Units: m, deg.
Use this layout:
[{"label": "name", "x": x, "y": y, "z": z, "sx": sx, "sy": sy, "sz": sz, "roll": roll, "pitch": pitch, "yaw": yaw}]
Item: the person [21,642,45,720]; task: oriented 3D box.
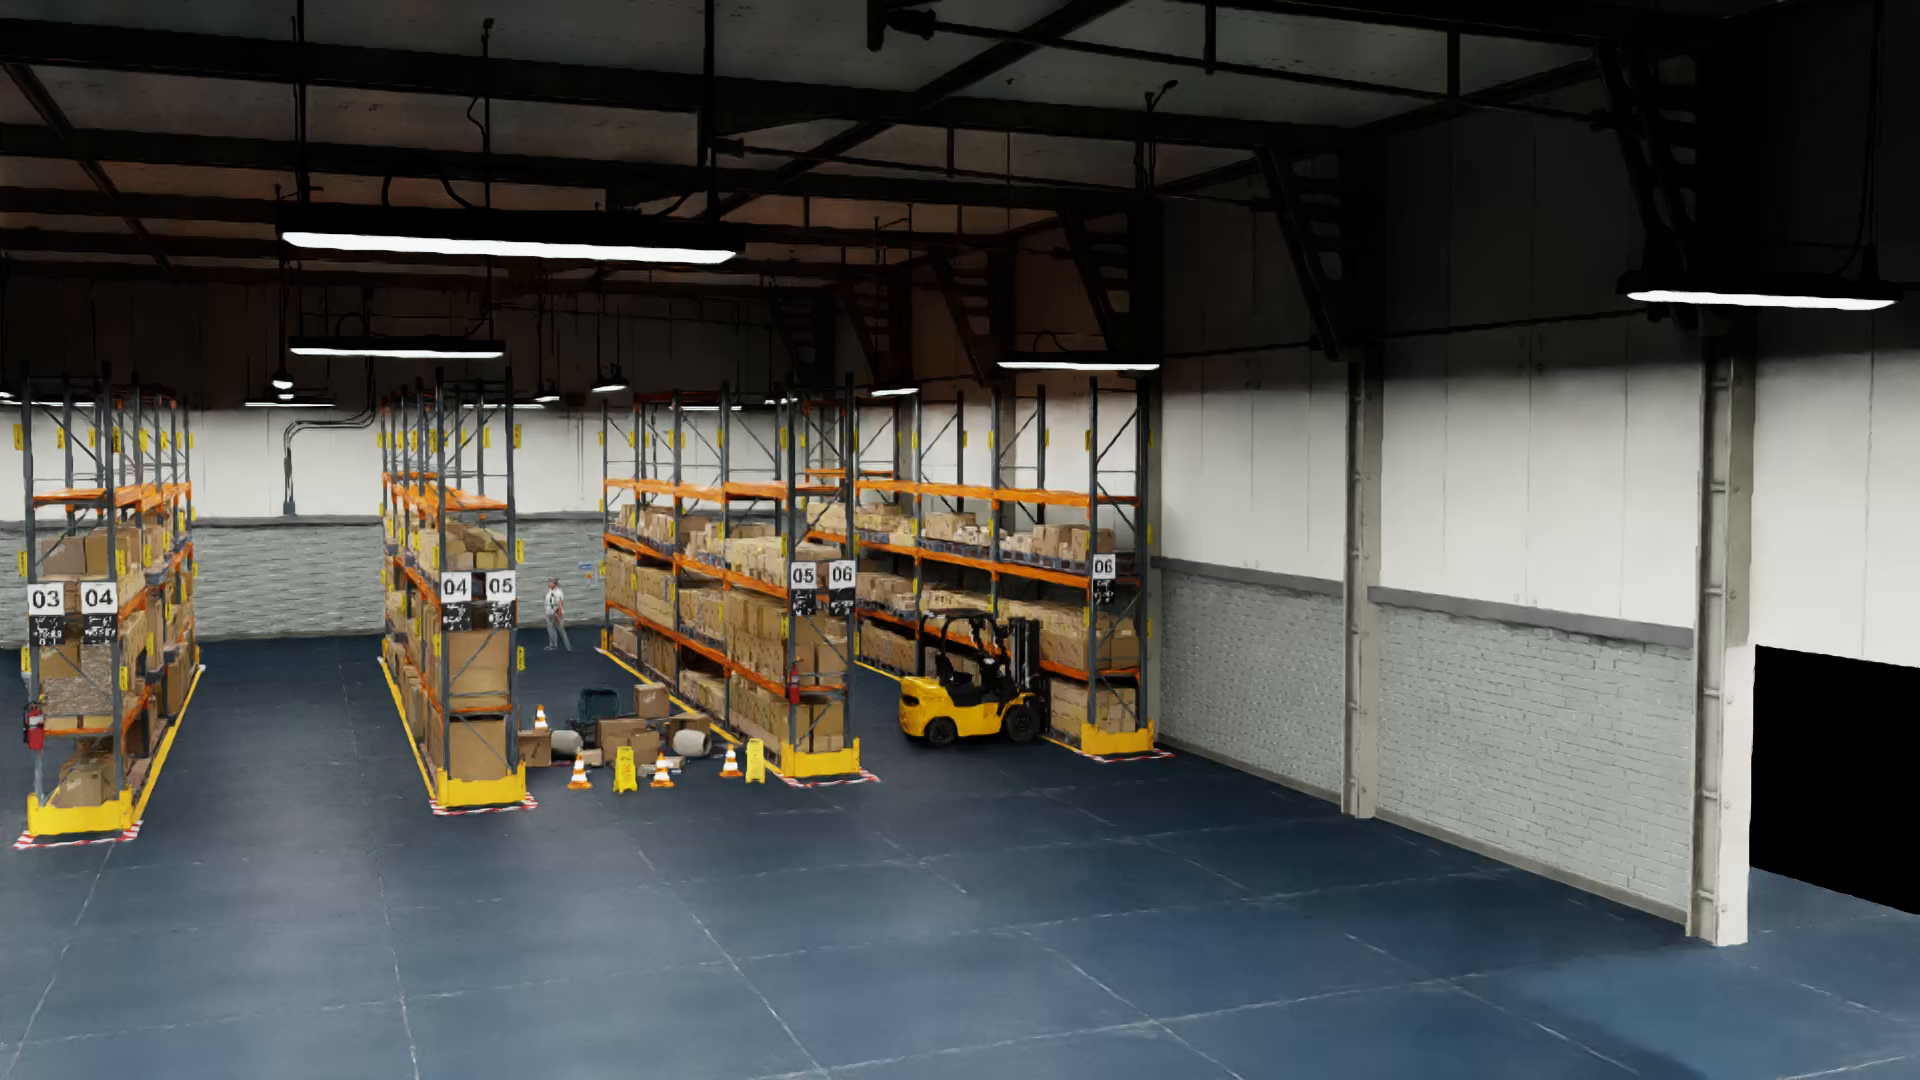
[{"label": "person", "x": -16.275, "y": 2.398, "z": 29.316, "sx": 0.534, "sy": 1.671, "sz": 0.449, "roll": 3, "pitch": 4, "yaw": 37}]

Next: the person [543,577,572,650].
[{"label": "person", "x": -9.570, "y": 1.757, "z": 39.556, "sx": 0.742, "sy": 1.747, "sz": 0.501, "roll": 3, "pitch": 5, "yaw": 42}]
